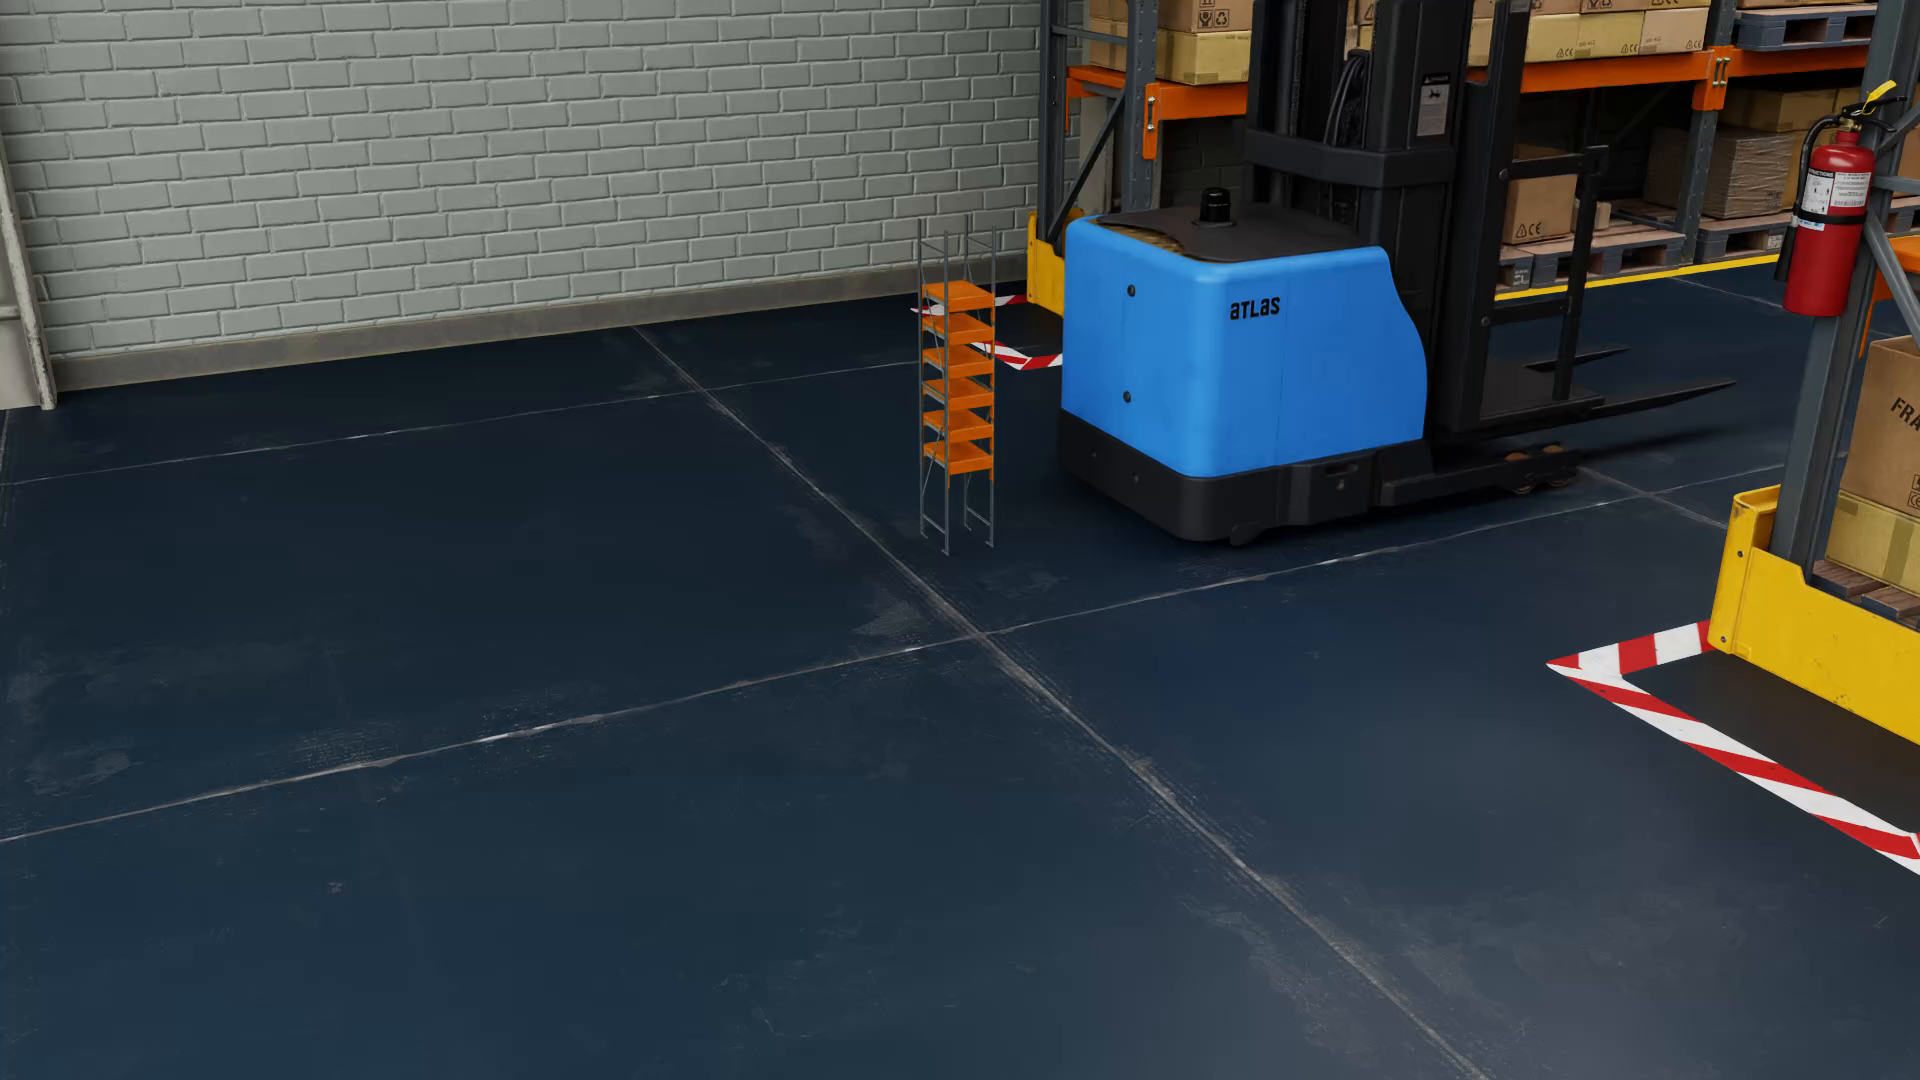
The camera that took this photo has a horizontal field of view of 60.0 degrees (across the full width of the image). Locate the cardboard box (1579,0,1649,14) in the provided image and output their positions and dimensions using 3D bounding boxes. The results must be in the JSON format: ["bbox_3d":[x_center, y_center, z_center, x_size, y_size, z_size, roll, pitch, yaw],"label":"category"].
[{"bbox_3d":[3.568,-3.279,9.438,0.500,0.500,0.500,-11,25,-24],"label":"cardboard box"}]

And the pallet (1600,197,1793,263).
[{"bbox_3d":[5.008,-2.103,11.055,1.213,0.211,1.003,-10,25,-24],"label":"pallet"}]

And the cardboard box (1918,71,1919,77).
[{"bbox_3d":[6.745,-3.110,11.554,0.500,0.250,0.500,-10,24,-23],"label":"cardboard box"}]

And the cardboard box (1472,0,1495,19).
[{"bbox_3d":[2.642,-3.112,9.037,0.500,0.500,0.500,-10,24,-22],"label":"cardboard box"}]

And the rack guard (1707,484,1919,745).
[{"bbox_3d":[2.833,0.267,4.952,0.348,0.500,1.175,-10,25,-24],"label":"rack guard"}]

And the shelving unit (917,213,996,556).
[{"bbox_3d":[-0.013,-0.552,6.015,0.189,1.200,0.258,-10,25,-24],"label":"shelving unit"}]

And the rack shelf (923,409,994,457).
[{"bbox_3d":[-0.013,-0.400,6.078,0.180,0.103,0.258,-10,25,-24],"label":"rack shelf"}]

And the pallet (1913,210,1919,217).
[{"bbox_3d":[7.207,-2.508,12.033,1.213,0.211,1.003,-10,25,-24],"label":"pallet"}]

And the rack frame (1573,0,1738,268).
[{"bbox_3d":[4.307,-3.262,10.209,0.127,3.000,1.000,-10,25,-24],"label":"rack frame"}]

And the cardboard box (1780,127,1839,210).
[{"bbox_3d":[5.407,-2.541,11.160,0.500,0.500,0.700,-11,25,-25],"label":"cardboard box"}]

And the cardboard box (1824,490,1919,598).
[{"bbox_3d":[3.210,-0.006,5.390,0.500,0.250,0.500,-10,25,-24],"label":"cardboard box"}]

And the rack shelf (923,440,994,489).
[{"bbox_3d":[-0.013,-0.289,6.124,0.180,0.103,0.258,-10,25,-24],"label":"rack shelf"}]

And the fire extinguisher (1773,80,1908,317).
[{"bbox_3d":[2.547,-0.997,4.837,0.183,0.674,0.296,-10,25,-24],"label":"fire extinguisher"}]

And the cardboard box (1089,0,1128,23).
[{"bbox_3d":[1.036,-3.036,8.853,0.500,0.500,0.500,-11,25,-24],"label":"cardboard box"}]

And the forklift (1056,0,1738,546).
[{"bbox_3d":[1.948,-1.707,6.542,3.031,2.935,1.130,-11,25,-24],"label":"forklift"}]

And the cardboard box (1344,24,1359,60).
[{"bbox_3d":[1.742,-2.601,8.782,0.500,0.250,0.500,-11,25,-25],"label":"cardboard box"}]

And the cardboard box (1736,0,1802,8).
[{"bbox_3d":[4.781,-3.584,10.281,0.500,0.500,0.700,-10,25,-23],"label":"cardboard box"}]

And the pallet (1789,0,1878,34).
[{"bbox_3d":[6.146,-3.494,11.021,1.213,0.211,1.003,-10,25,-24],"label":"pallet"}]

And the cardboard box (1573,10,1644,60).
[{"bbox_3d":[3.560,-2.939,9.599,0.500,0.250,0.500,-10,25,-23],"label":"cardboard box"}]

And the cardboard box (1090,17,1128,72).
[{"bbox_3d":[1.040,-2.683,8.979,0.500,0.250,0.500,-10,25,-23],"label":"cardboard box"}]

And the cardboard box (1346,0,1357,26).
[{"bbox_3d":[1.713,-2.939,8.618,0.500,0.500,0.500,-10,25,-23],"label":"cardboard box"}]

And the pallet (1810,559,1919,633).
[{"bbox_3d":[3.526,0.255,5.358,1.213,0.211,1.003,-10,25,-24],"label":"pallet"}]

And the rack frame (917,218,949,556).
[{"bbox_3d":[-0.095,-0.537,5.978,0.006,1.200,0.240,-10,25,-24],"label":"rack frame"}]

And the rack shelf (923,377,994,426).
[{"bbox_3d":[-0.013,-0.511,6.032,0.180,0.103,0.258,-10,25,-24],"label":"rack shelf"}]

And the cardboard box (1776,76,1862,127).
[{"bbox_3d":[5.826,-2.947,11.159,0.500,0.250,0.500,-11,25,-25],"label":"cardboard box"}]

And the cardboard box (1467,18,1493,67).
[{"bbox_3d":[2.660,-2.767,9.182,0.500,0.250,0.500,-10,25,-23],"label":"cardboard box"}]

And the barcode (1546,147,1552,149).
[{"bbox_3d":[3.717,-2.451,10.525,0.075,0.075,0.001,-10,25,-24],"label":"barcode"}]

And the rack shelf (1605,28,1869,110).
[{"bbox_3d":[6.110,-3.261,11.148,4.000,0.370,1.077,-10,25,-24],"label":"rack shelf"}]

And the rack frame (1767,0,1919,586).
[{"bbox_3d":[2.855,-0.892,4.483,0.127,3.000,1.000,-10,25,-24],"label":"rack frame"}]

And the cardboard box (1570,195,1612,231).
[{"bbox_3d":[3.838,-2.057,10.427,0.250,0.166,0.380,-14,26,-30],"label":"cardboard box"}]

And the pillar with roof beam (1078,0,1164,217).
[{"bbox_3d":[2.826,-4.301,4.875,0.400,9.000,9.100,-10,25,-24],"label":"pillar with roof beam"}]
